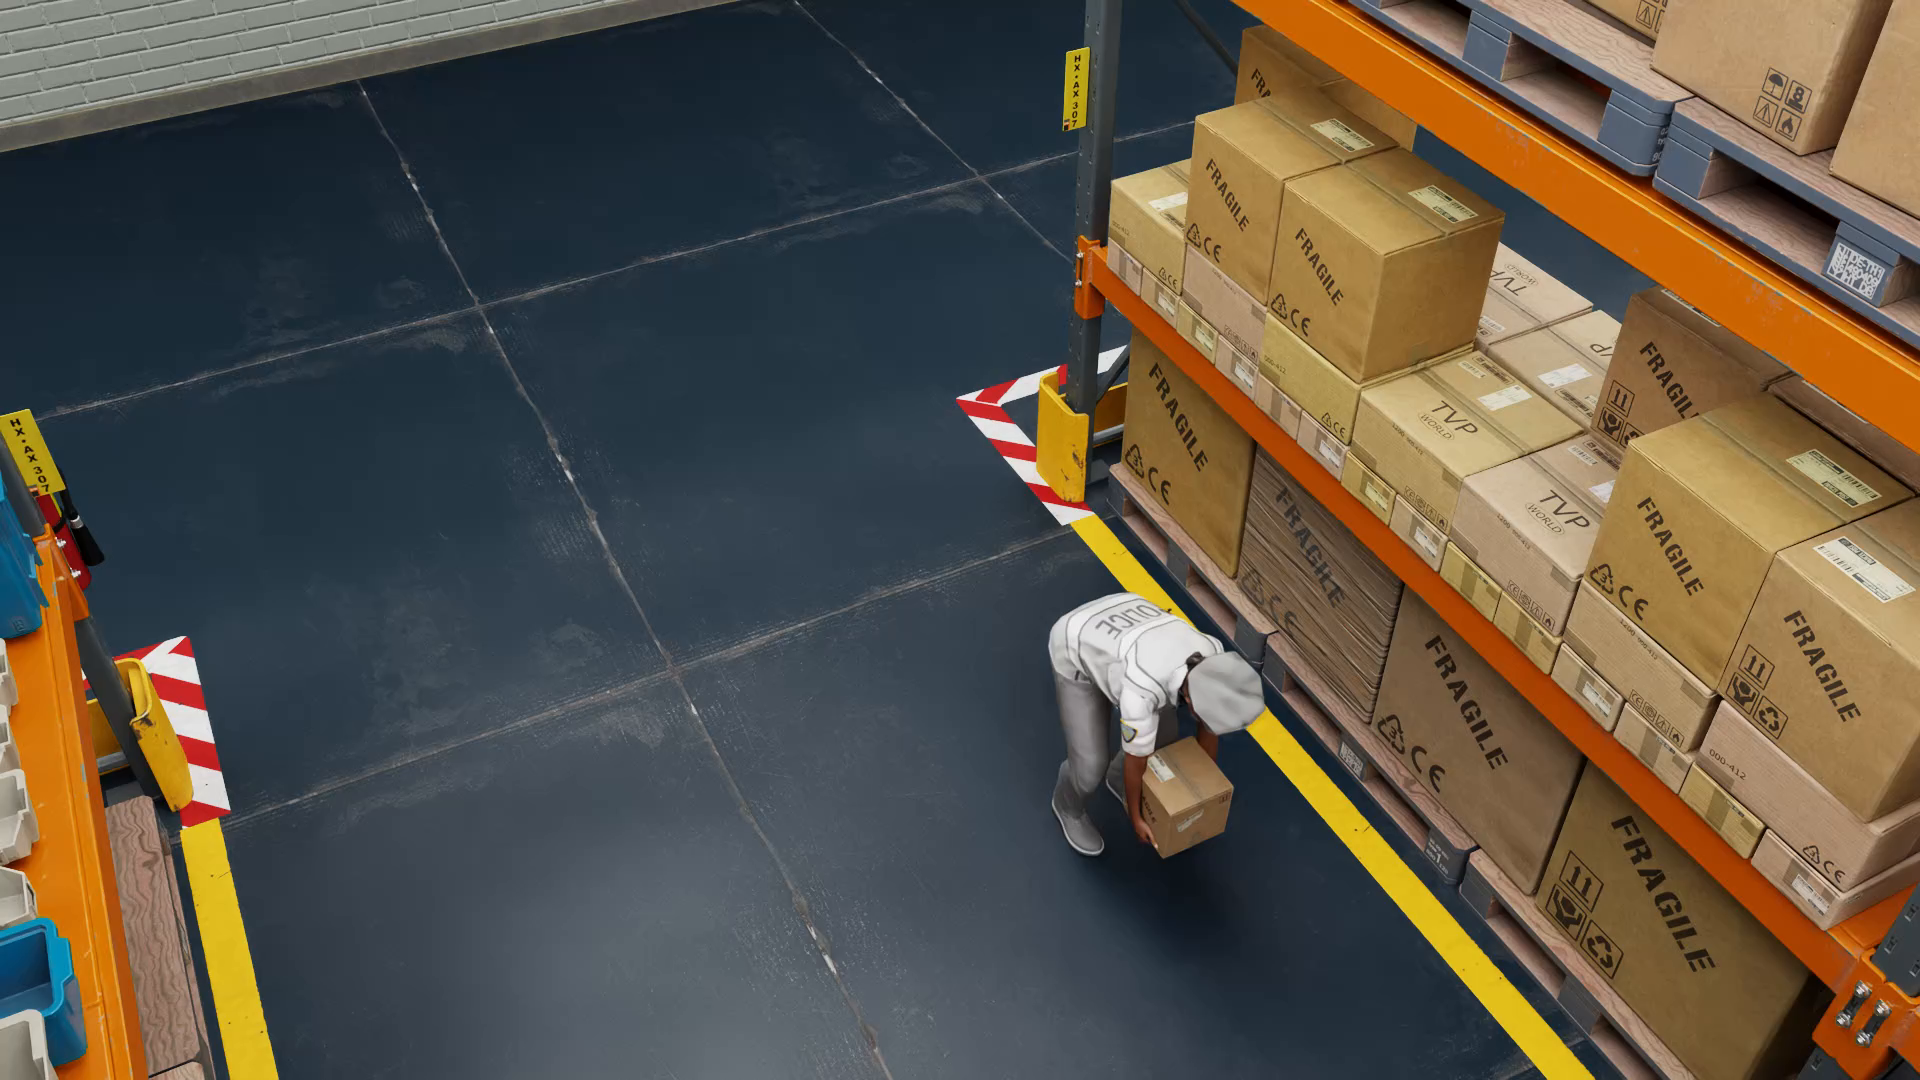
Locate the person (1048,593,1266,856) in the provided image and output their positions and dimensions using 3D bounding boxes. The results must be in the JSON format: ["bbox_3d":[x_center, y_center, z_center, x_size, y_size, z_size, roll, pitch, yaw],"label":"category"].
[{"bbox_3d":[0.643,0.687,5.693,0.430,1.257,0.901,-21,45,-22],"label":"person"}]
